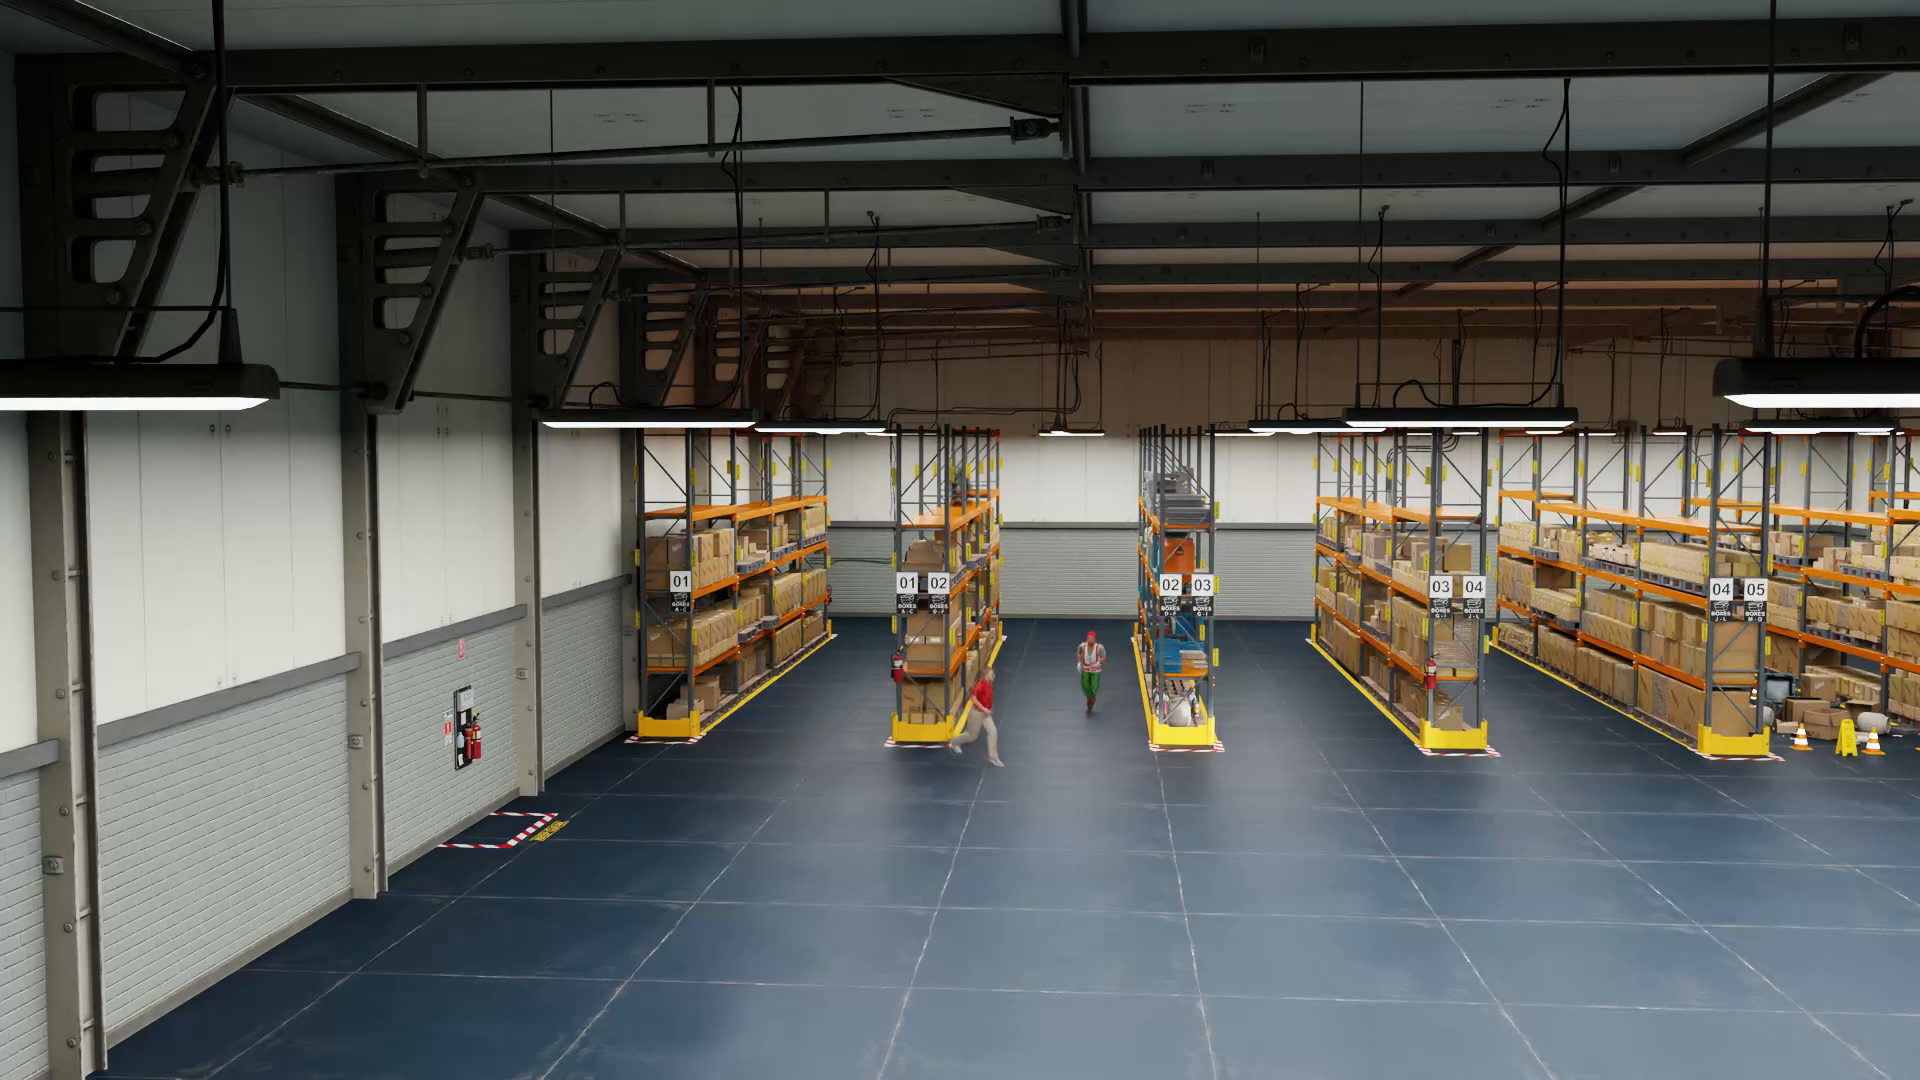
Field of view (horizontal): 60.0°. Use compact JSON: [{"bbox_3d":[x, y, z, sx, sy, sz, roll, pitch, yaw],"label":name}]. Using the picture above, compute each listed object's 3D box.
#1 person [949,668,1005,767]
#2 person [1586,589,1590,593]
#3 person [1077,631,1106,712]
[{"bbox_3d":[0.306,3.110,29.273,1.076,1.733,0.662,2,4,29],"label":"person"},{"bbox_3d":[16.989,2.138,45.108,0.601,1.656,0.559,-1,4,-15],"label":"person"},{"bbox_3d":[2.728,2.743,34.599,0.626,1.716,0.674,0,3,7],"label":"person"}]
